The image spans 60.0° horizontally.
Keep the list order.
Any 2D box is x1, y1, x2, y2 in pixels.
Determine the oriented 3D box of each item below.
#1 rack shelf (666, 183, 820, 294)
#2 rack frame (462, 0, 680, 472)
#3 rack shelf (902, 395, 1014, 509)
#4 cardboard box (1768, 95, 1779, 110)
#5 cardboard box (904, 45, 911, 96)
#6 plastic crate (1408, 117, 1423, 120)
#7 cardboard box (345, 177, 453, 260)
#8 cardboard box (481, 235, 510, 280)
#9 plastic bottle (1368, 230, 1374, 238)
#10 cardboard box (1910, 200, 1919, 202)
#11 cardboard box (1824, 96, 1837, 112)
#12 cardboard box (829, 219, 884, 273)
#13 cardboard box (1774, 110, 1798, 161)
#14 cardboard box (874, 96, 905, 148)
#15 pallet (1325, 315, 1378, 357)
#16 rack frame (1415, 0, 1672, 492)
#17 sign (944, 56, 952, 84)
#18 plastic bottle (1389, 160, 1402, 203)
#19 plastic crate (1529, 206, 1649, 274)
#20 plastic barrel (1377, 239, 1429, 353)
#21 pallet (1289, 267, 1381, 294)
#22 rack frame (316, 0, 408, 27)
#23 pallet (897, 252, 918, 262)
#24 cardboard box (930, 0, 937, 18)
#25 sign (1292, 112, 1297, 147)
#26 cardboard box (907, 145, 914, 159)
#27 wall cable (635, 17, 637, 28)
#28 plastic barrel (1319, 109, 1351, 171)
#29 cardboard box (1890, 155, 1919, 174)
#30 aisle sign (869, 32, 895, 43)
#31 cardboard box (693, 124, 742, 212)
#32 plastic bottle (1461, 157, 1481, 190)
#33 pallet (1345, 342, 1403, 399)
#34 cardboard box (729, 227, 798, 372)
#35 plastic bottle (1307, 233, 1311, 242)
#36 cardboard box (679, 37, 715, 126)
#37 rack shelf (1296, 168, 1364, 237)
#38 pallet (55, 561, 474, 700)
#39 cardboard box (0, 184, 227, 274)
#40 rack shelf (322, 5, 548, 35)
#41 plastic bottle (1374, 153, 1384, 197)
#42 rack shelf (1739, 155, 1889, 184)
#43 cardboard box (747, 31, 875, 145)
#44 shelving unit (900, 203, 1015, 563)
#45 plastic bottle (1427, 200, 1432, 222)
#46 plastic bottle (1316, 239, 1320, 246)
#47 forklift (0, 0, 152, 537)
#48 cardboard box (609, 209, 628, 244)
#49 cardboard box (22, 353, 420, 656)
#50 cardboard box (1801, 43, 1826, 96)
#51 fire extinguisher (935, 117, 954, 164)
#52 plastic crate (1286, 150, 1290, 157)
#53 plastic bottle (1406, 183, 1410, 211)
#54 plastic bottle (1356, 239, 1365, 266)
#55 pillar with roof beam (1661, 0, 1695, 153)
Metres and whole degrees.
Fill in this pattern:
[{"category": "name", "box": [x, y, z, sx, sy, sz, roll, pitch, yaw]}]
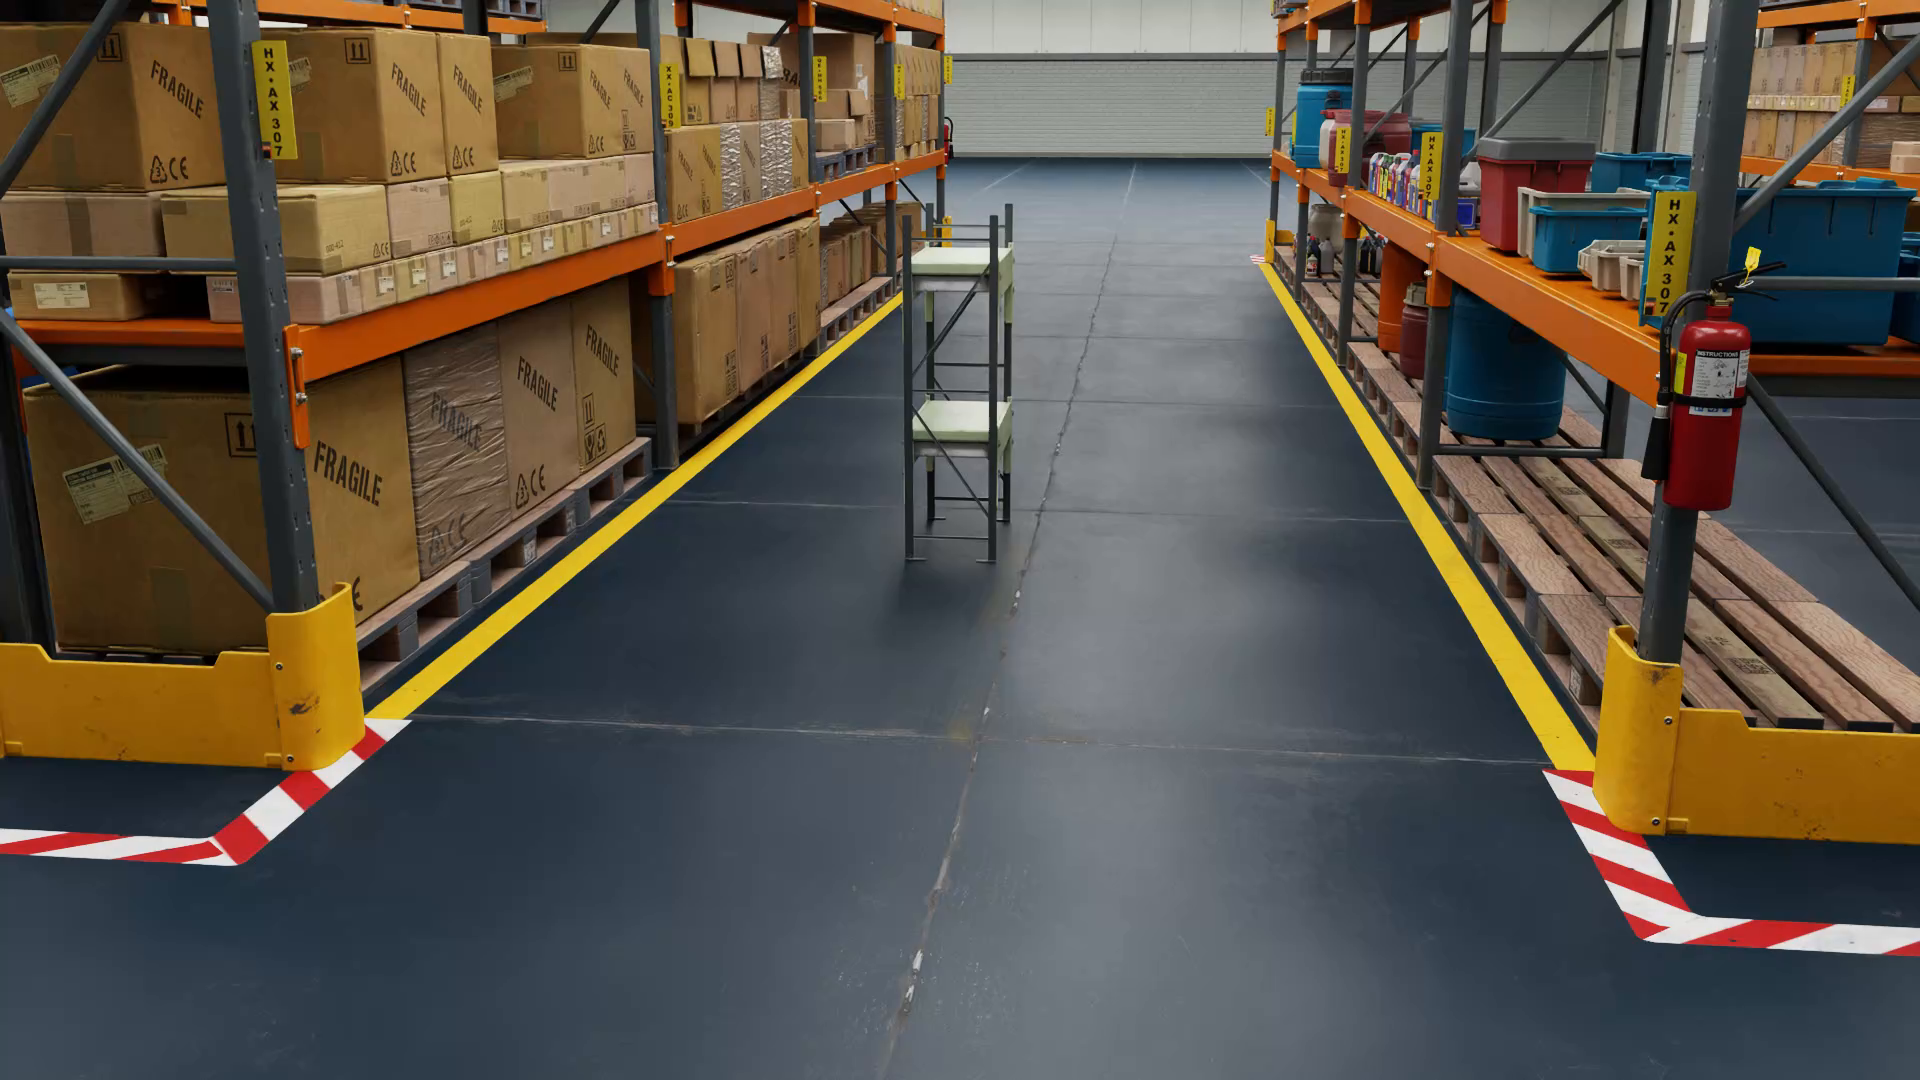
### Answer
[{"category": "rack shelf", "box": [-1.820, -2.019, 10.759, 1.077, 0.370, 4.000, 2, 15, 6]}, {"category": "rack frame", "box": [-2.045, -1.847, 8.747, 1.000, 3.000, 0.127, 2, 15, 6]}, {"category": "rack shelf", "box": [0.001, -0.411, 7.558, 0.431, 0.370, 0.720, 2, 15, 6]}, {"category": "cardboard box", "box": [8.750, -4.599, 17.488, 0.380, 0.149, 0.250, 2, 15, 6]}, {"category": "cardboard box", "box": [-0.784, -4.836, 17.122, 0.500, 0.500, 0.500, 2, 15, 6]}, {"category": "plastic crate", "box": [4.028, -3.673, 15.375, 0.402, 0.464, 0.583, 2, 15, 6]}, {"category": "cardboard box", "box": [-2.122, -1.133, 5.821, 0.500, 0.250, 0.500, 2, 15, 6]}, {"category": "cardboard box", "box": [-1.986, -1.104, 6.481, 0.380, 0.149, 0.250, 2, 15, 6]}, {"category": "plastic bottle", "box": [4.372, -3.114, 17.665, 0.144, 0.351, 0.185, 2, 15, 9]}, {"category": "cardboard box", "box": [9.112, -3.108, 16.435, 0.500, 0.500, 0.500, 2, 15, 6]}, {"category": "cardboard box", "box": [8.575, -4.200, 16.012, 0.380, 0.149, 0.250, 1, 15, 5]}, {"category": "cardboard box", "box": [-1.058, -3.021, 17.071, 0.500, 0.500, 0.500, 1, 15, 5]}, {"category": "cardboard box", "box": [8.914, -4.193, 17.230, 0.700, 0.500, 0.500, 2, 15, 8]}, {"category": "cardboard box", "box": [-1.030, -4.229, 16.793, 0.875, 0.500, 0.500, 2, 15, 6]}, {"category": "pallet", "box": [3.453, -1.592, 13.147, 1.003, 0.211, 1.213, 2, 15, 6]}, {"category": "rack frame", "box": [2.876, -1.701, 8.207, 1.000, 3.000, 0.127, 2, 15, 6]}, {"category": "sign", "box": [-0.142, -5.649, 19.985, 0.100, 0.325, 0.005, 2, 15, 6]}, {"category": "plastic bottle", "box": [2.813, -2.305, 10.686, 0.097, 0.271, 0.097, 0, 15, 0]}, {"category": "plastic crate", "box": [2.402, -1.152, 6.383, 0.416, 0.233, 0.300, 2, 15, 6]}, {"category": "plastic barrel", "box": [3.289, -1.767, 11.801, 0.600, 0.830, 0.708, 2, 15, 6]}, {"category": "pallet", "box": [3.896, -2.603, 16.884, 1.003, 0.211, 1.213, 2, 15, 6]}, {"category": "rack frame", "box": [-6.059, -4.094, 17.058, 1.000, 3.000, 0.127, 2, 15, 6]}, {"category": "pallet", "box": [-0.967, -3.069, 18.606, 1.003, 0.211, 1.213, 2, 15, 6]}, {"category": "cardboard box", "box": [-0.547, -6.073, 18.916, 0.500, 0.250, 0.500, 2, 15, 7]}, {"category": "sign", "box": [3.233, -3.929, 15.915, 0.100, 0.325, 0.005, 2, 15, 6]}, {"category": "cardboard box", "box": [-0.690, -4.107, 17.584, 0.380, 0.149, 0.250, 2, 15, 6]}, {"category": "wall cable", "box": [-11.413, -15.146, 52.383, 3.097, 2.526, 0.112, 2, 15, 6]}, {"category": "plastic barrel", "box": [3.453, -3.600, 14.969, 0.433, 0.535, 0.433, 0, 15, 0]}, {"category": "cardboard box", "box": [8.397, -3.284, 14.543, 0.380, 0.149, 0.250, 2, 15, 6]}, {"category": "aisle sign", "box": [-0.982, -6.239, 20.010, 0.394, 0.787, 0.004, 2, 15, 6]}, {"category": "cardboard box", "box": [-1.632, -2.268, 10.110, 0.500, 0.500, 0.500, 1, 15, 5]}, {"category": "plastic bottle", "box": [2.798, -1.921, 9.115, 0.144, 0.351, 0.185, 2, 15, 6]}, {"category": "pallet", "box": [3.280, -1.187, 11.647, 1.003, 0.211, 1.213, 2, 15, 6]}, {"category": "cardboard box", "box": [-1.801, -1.652, 11.292, 1.225, 0.875, 0.875, 2, 15, 6]}, {"category": "plastic bottle", "box": [3.623, -3.019, 17.312, 0.144, 0.351, 0.185, 2, 15, 6]}, {"category": "cardboard box", "box": [-1.892, -2.723, 9.874, 0.797, 0.503, 0.637, 2, 15, 7]}, {"category": "rack shelf", "box": [3.553, -2.910, 14.056, 1.077, 0.370, 4.000, 2, 15, 6]}, {"category": "pallet", "box": [-2.484, 0.327, 6.050, 1.003, 0.211, 1.213, 2, 15, 6]}, {"category": "cardboard box", "box": [-2.706, -1.014, 5.385, 0.500, 0.250, 0.500, 1, 15, 5]}, {"category": "rack shelf", "box": [-5.834, -5.714, 18.678, 1.077, 0.370, 4.000, 2, 15, 6]}, {"category": "plastic bottle", "box": [2.875, -2.496, 11.369, 0.061, 0.283, 0.133, 2, 15, 6]}, {"category": "rack shelf", "box": [8.926, -3.801, 17.350, 1.077, 0.370, 4.000, 2, 15, 6]}, {"category": "cardboard box", "box": [-1.371, -4.212, 15.540, 1.000, 1.000, 1.000, 2, 15, 7]}, {"category": "shelving unit", "box": [0.001, -0.726, 7.473, 0.431, 1.500, 0.755, 2, 15, 6]}, {"category": "plastic bottle", "box": [2.655, -1.926, 9.131, 0.144, 0.351, 0.185, 2, 15, 6]}, {"category": "plastic bottle", "box": [3.728, -2.990, 17.334, 0.061, 0.283, 0.133, 2, 15, 6]}, {"category": "forklift", "box": [-4.581, -1.642, 8.118, 1.130, 2.935, 3.031, 1, 15, 5]}, {"category": "cardboard box", "box": [-1.812, -1.504, 7.958, 0.380, 0.149, 0.250, 1, 15, 5]}, {"category": "cardboard box", "box": [-2.504, -0.155, 5.755, 0.875, 0.875, 0.875, 2, 15, 6]}, {"category": "cardboard box", "box": [8.857, -4.680, 16.547, 0.700, 0.500, 0.500, 2, 15, 6]}, {"category": "fire extinguisher", "box": [-0.220, -4.938, 20.327, 0.296, 0.674, 0.183, 2, 15, 6]}, {"category": "plastic crate", "box": [3.710, -4.078, 17.500, 0.530, 0.136, 0.437, 2, 15, 6]}, {"category": "plastic bottle", "box": [2.725, -2.069, 9.946, 0.097, 0.201, 0.097, 0, 15, 0]}, {"category": "plastic bottle", "box": [4.201, -3.028, 17.489, 0.152, 0.276, 0.135, 2, 15, 6]}, {"category": "pillar with roof beam", "box": [13.285, -13.562, 40.578, 9.100, 9.000, 0.400, 2, 15, 6]}]
